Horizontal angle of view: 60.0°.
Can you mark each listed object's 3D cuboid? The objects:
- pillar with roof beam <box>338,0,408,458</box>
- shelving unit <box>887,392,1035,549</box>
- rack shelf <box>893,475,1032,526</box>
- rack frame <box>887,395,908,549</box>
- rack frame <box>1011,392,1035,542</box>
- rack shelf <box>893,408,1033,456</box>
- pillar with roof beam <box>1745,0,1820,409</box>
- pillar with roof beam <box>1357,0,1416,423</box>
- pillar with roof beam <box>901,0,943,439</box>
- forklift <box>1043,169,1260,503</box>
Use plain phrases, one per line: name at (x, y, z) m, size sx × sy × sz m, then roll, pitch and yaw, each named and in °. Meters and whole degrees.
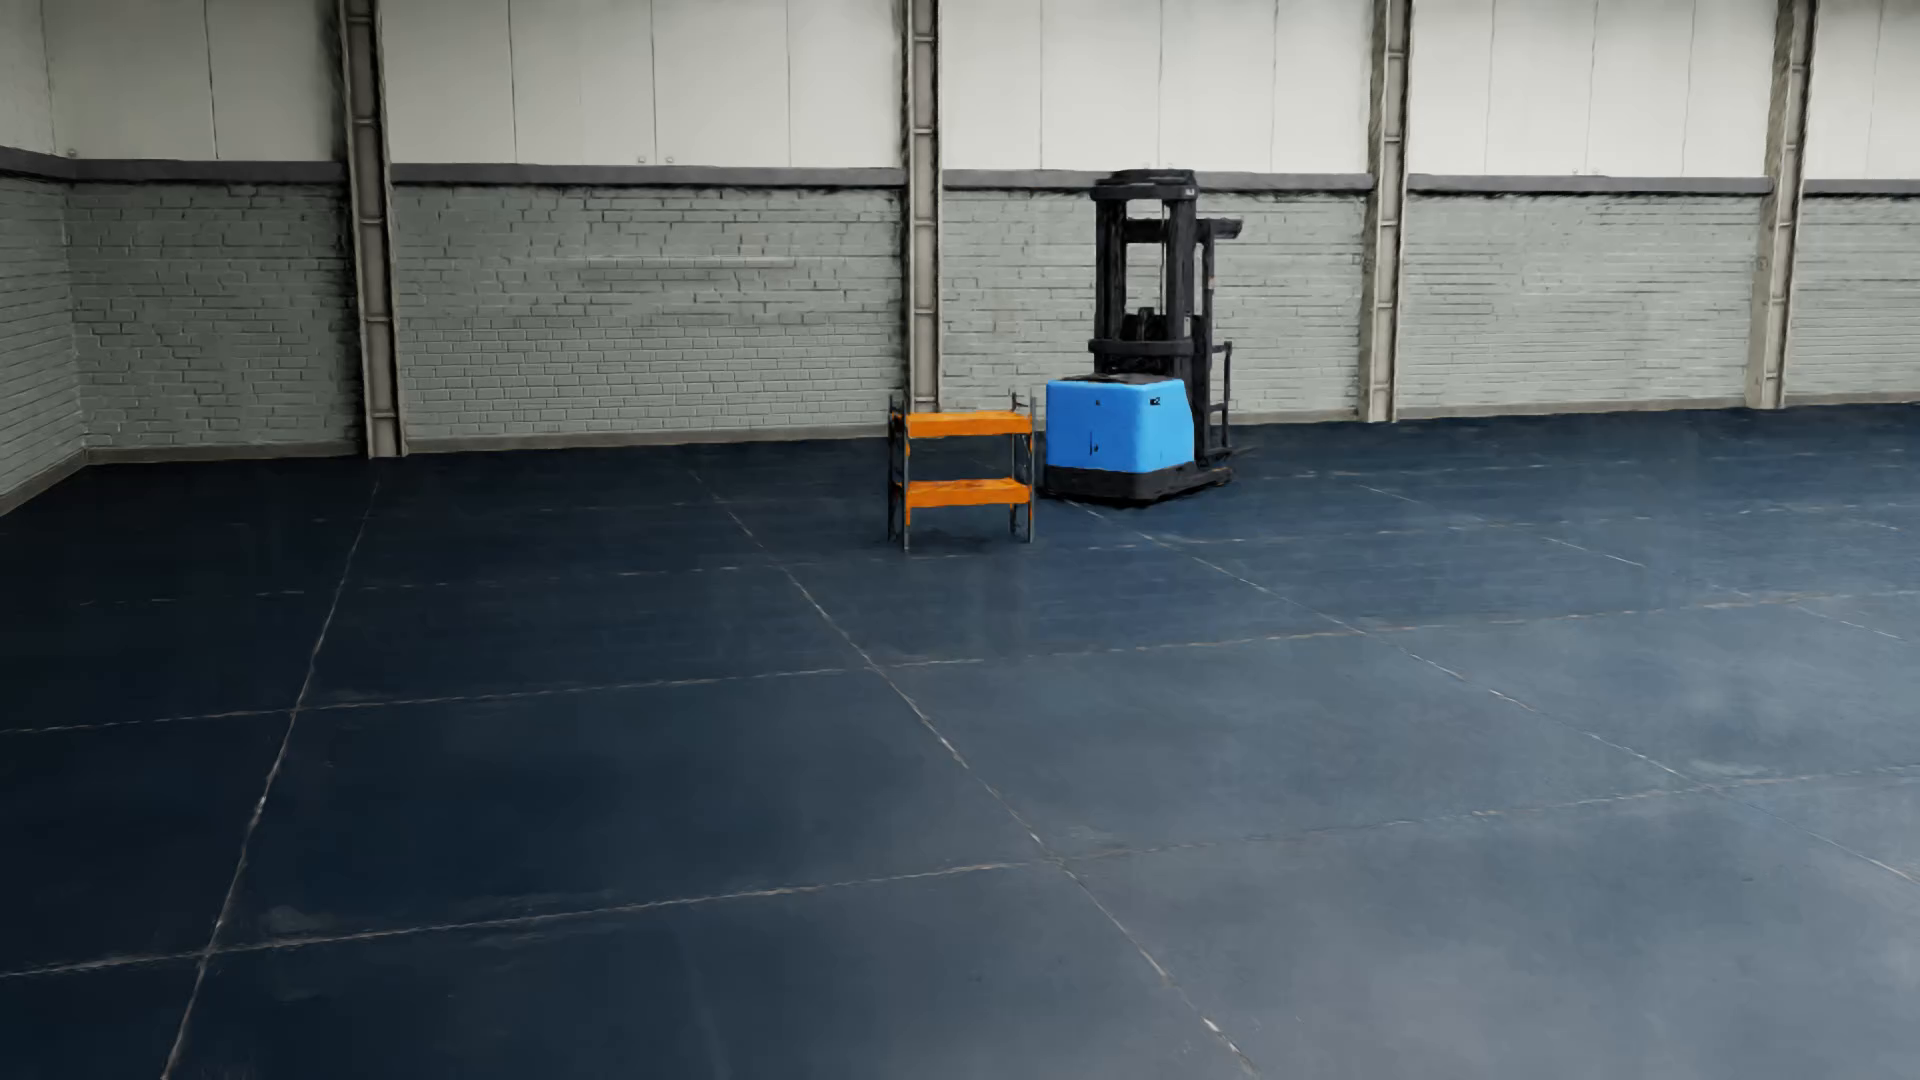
pillar with roof beam at (-4.991, -4.590, 13.123) m, size 0.400 × 9.000 × 9.100 m, roll -3°, pitch 11°, yaw -16°
shelving unit at (0.006, -0.554, 12.946) m, size 1.048 × 1.125 × 0.538 m, roll -3°, pitch 11°, yaw -16°
rack shelf at (0.006, -0.313, 12.991) m, size 1.000 × 0.278 × 0.538 m, roll -3°, pitch 11°, yaw -16°
rack frame at (-0.482, -0.528, 12.807) m, size 0.032 × 1.125 × 0.500 m, roll -3°, pitch 11°, yaw -16°
rack frame at (0.495, -0.579, 13.086) m, size 0.032 × 1.125 × 0.500 m, roll -3°, pitch 11°, yaw -16°
rack shelf at (0.006, -0.841, 12.894) m, size 1.000 × 0.278 × 0.538 m, roll -3°, pitch 11°, yaw -16°
pillar with roof beam at (12.292, -5.501, 18.071) m, size 0.400 × 9.000 × 9.100 m, roll -3°, pitch 11°, yaw -16°
pillar with roof beam at (6.531, -5.197, 16.421) m, size 0.400 × 9.000 × 9.100 m, roll -3°, pitch 11°, yaw -16°
pillar with roof beam at (0.770, -4.893, 14.772) m, size 0.400 × 9.000 × 9.100 m, roll -3°, pitch 11°, yaw -16°
forklift at (1.980, -1.992, 15.774) m, size 1.130 × 2.935 × 3.031 m, roll 7°, pitch 12°, yaw 32°
